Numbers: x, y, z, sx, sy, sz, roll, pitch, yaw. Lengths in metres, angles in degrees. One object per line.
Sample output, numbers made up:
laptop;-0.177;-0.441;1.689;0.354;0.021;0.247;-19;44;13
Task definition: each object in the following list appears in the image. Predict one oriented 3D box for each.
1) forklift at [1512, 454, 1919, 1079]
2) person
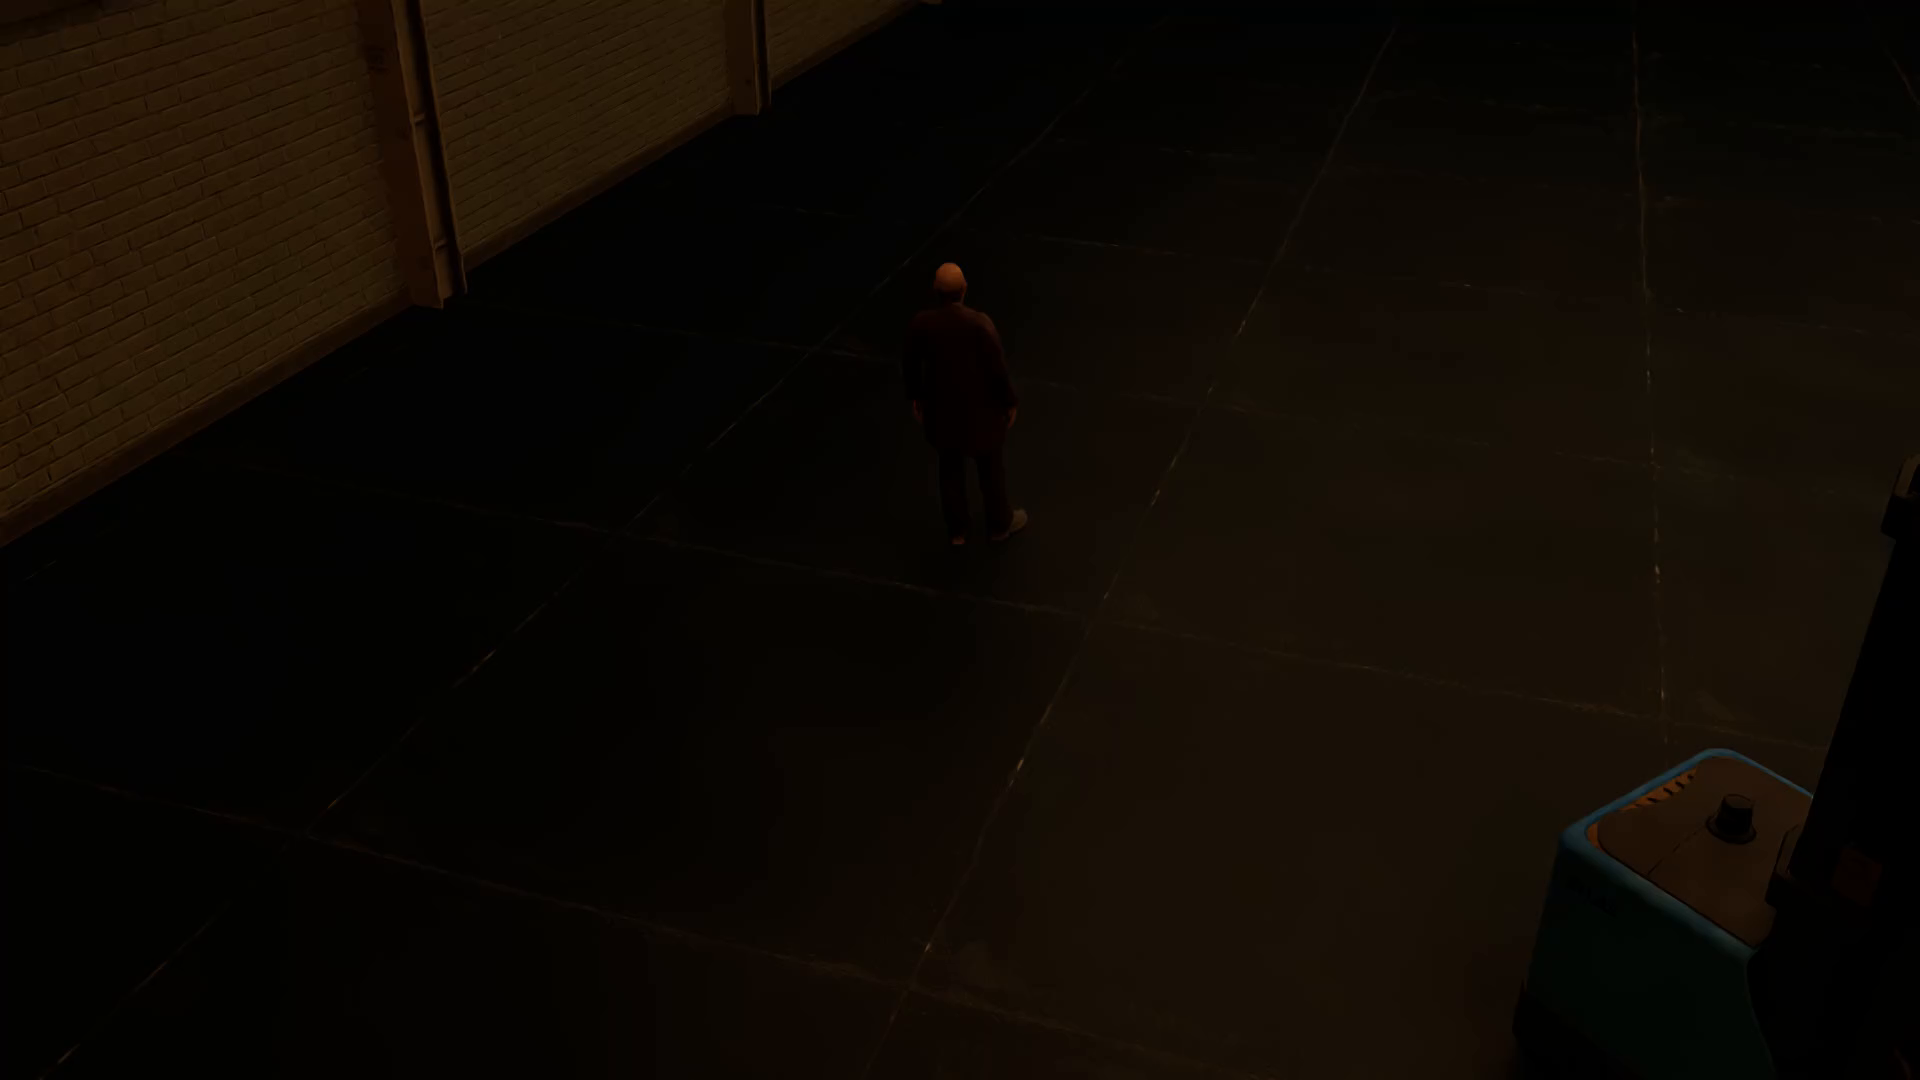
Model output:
forklift;3.422;1.190;5.049;1.130;2.935;3.031;-19;35;-29
person;0.034;-0.821;9.726;0.694;1.776;0.580;10;31;16
